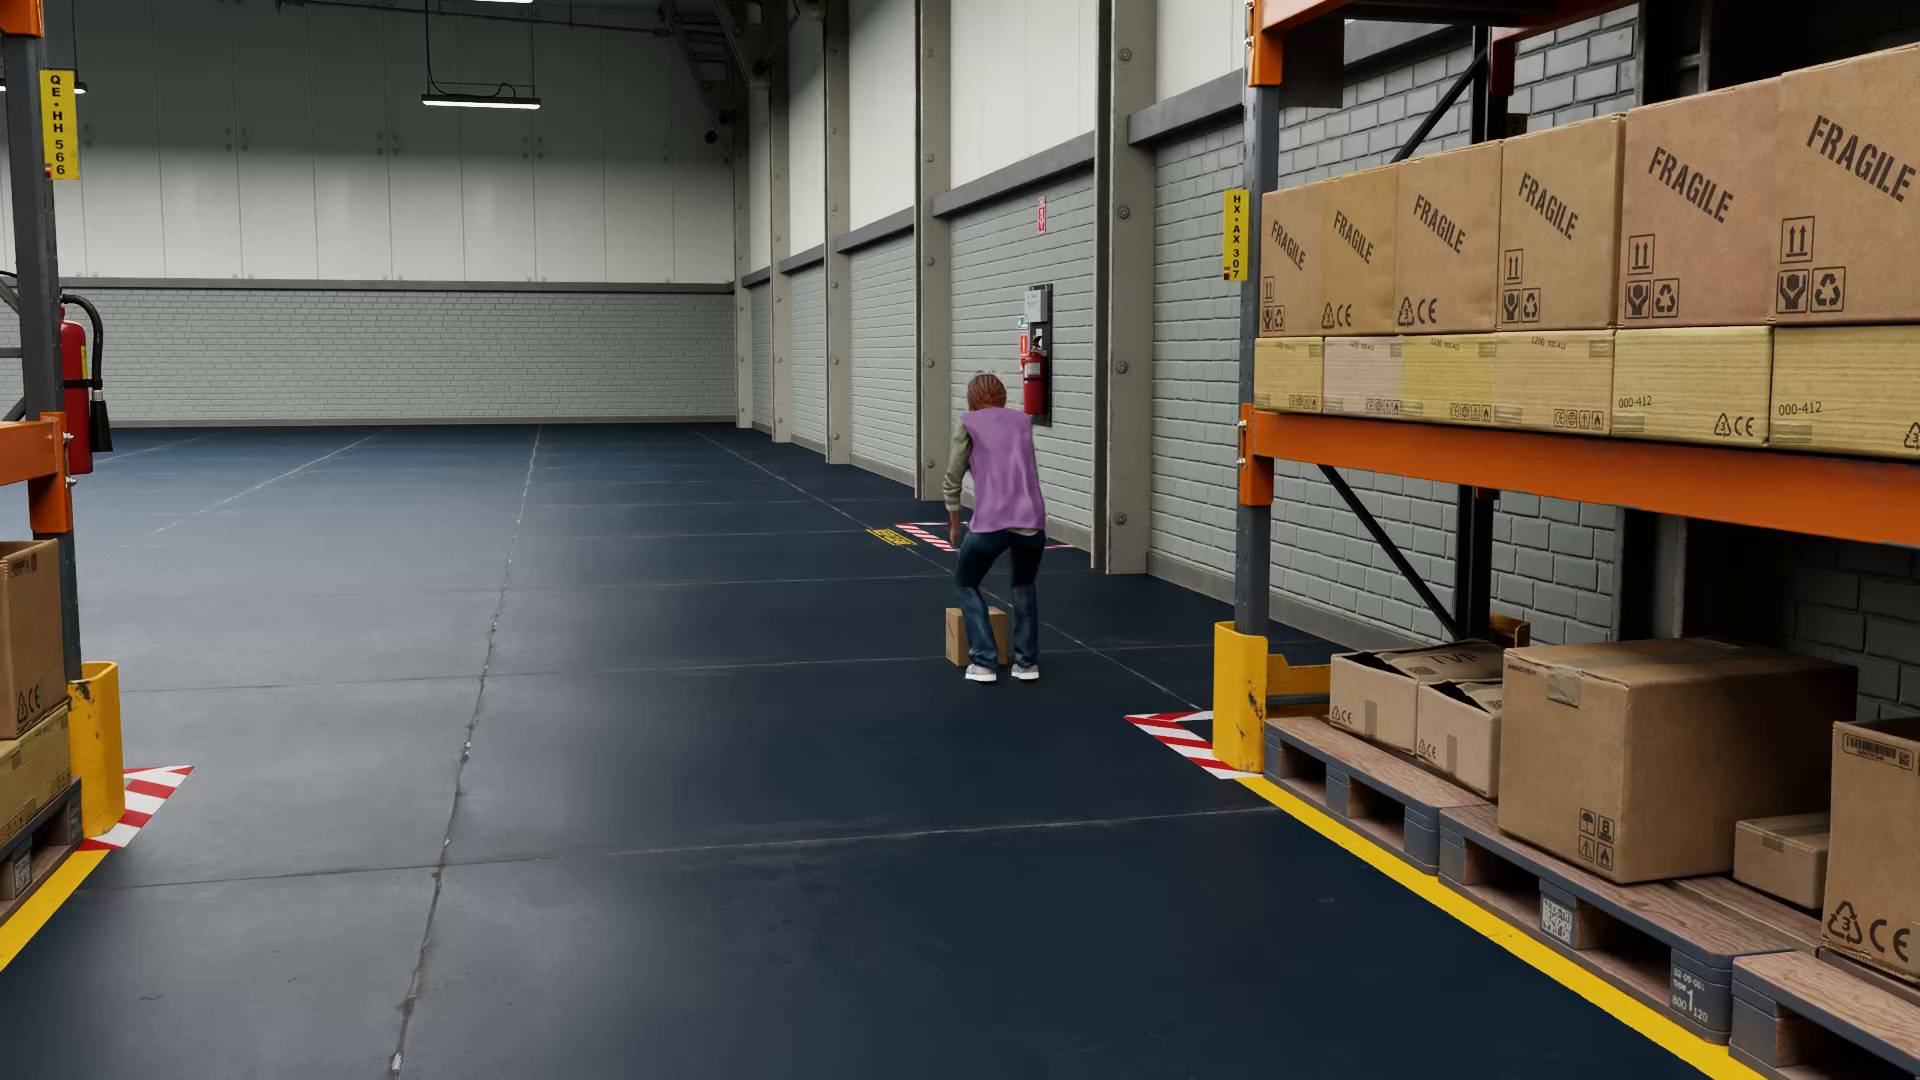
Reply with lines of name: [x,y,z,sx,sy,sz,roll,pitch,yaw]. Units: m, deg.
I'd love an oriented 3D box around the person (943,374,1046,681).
person: [0.160,-0.047,7.700,0.456,1.408,0.560,-1,7,-13]
